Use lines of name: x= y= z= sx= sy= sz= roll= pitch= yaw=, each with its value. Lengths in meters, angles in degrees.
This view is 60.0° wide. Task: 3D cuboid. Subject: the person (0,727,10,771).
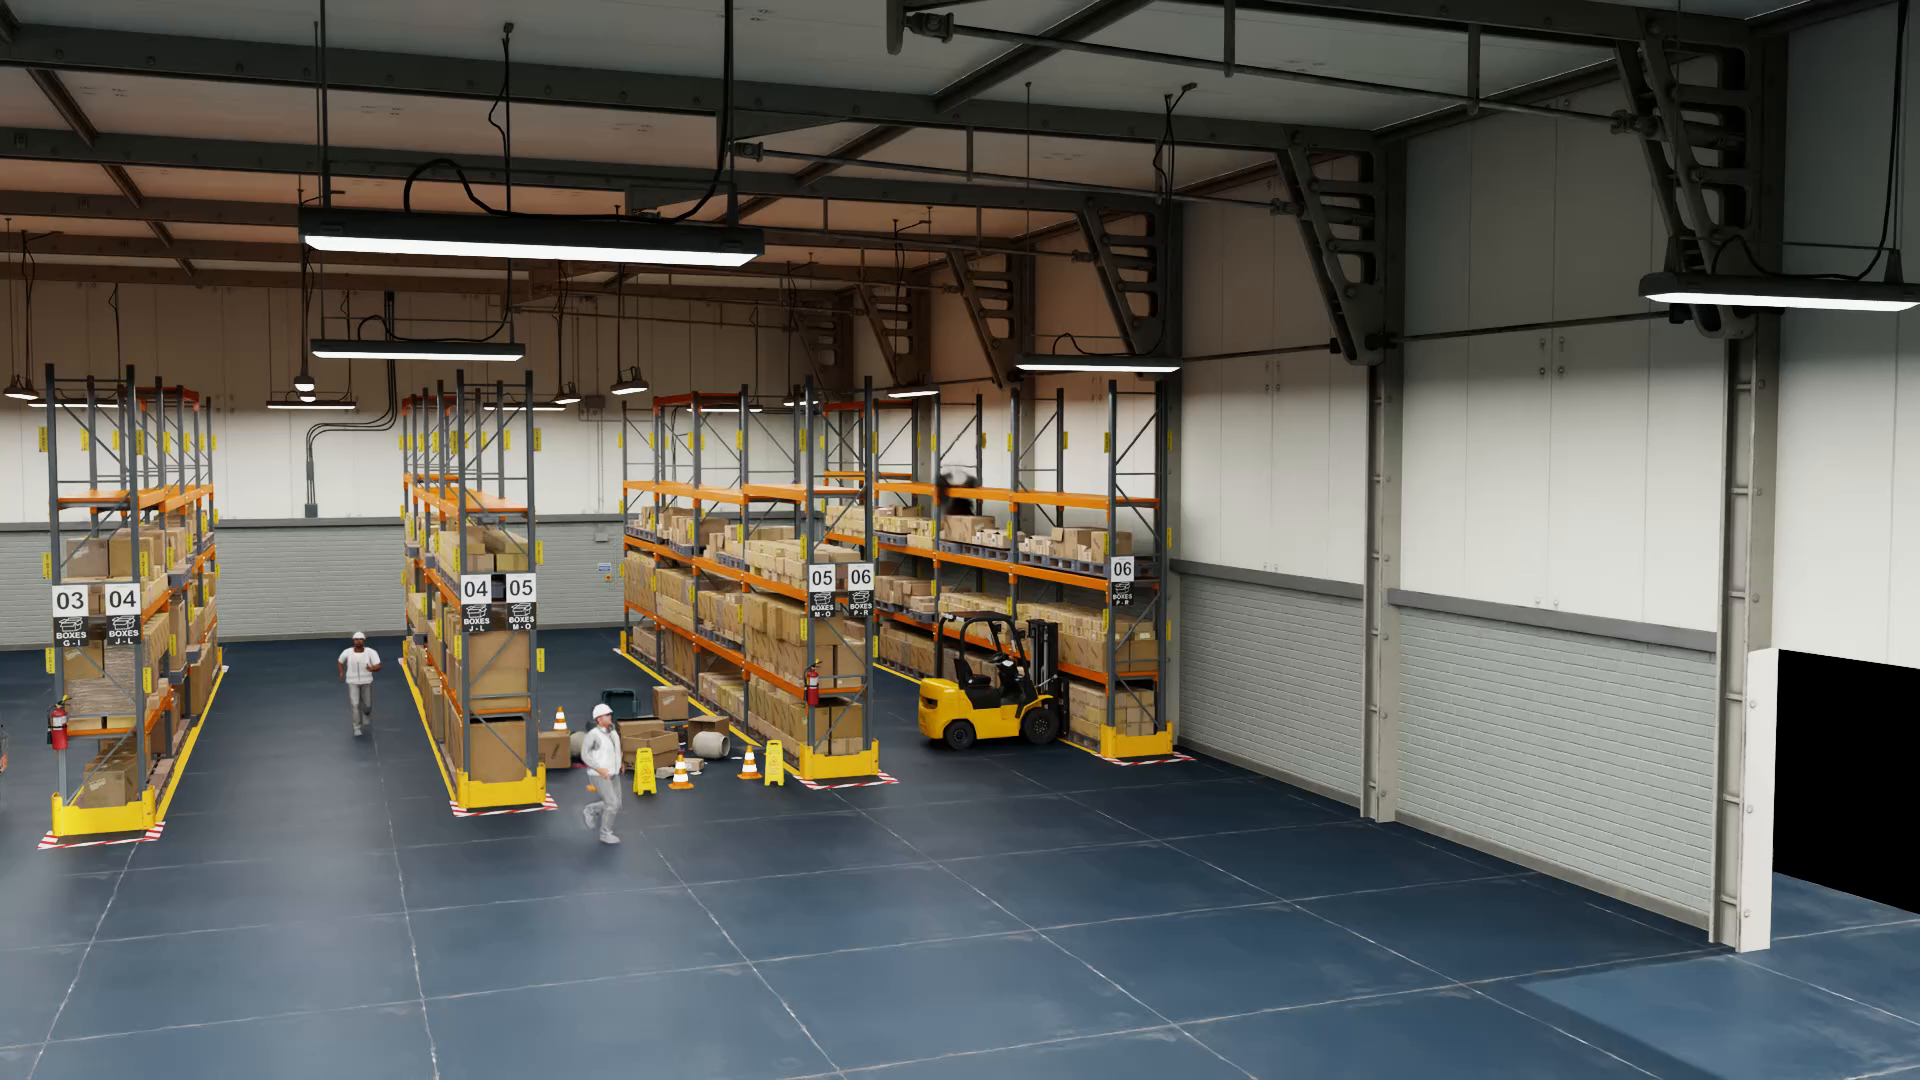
person: x=-12.541 y=2.917 z=21.234 sx=0.714 sy=1.684 sz=0.604 roll=-2 pitch=4 yaw=-27

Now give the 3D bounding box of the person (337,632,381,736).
person: x=-10.303 y=2.448 z=28.534 sx=0.711 sy=1.745 sz=0.945 roll=-1 pitch=4 yaw=-20

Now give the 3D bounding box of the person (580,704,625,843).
person: x=-4.525 y=2.917 z=20.907 sx=0.633 sy=1.727 sz=0.686 roll=1 pitch=4 yaw=24
